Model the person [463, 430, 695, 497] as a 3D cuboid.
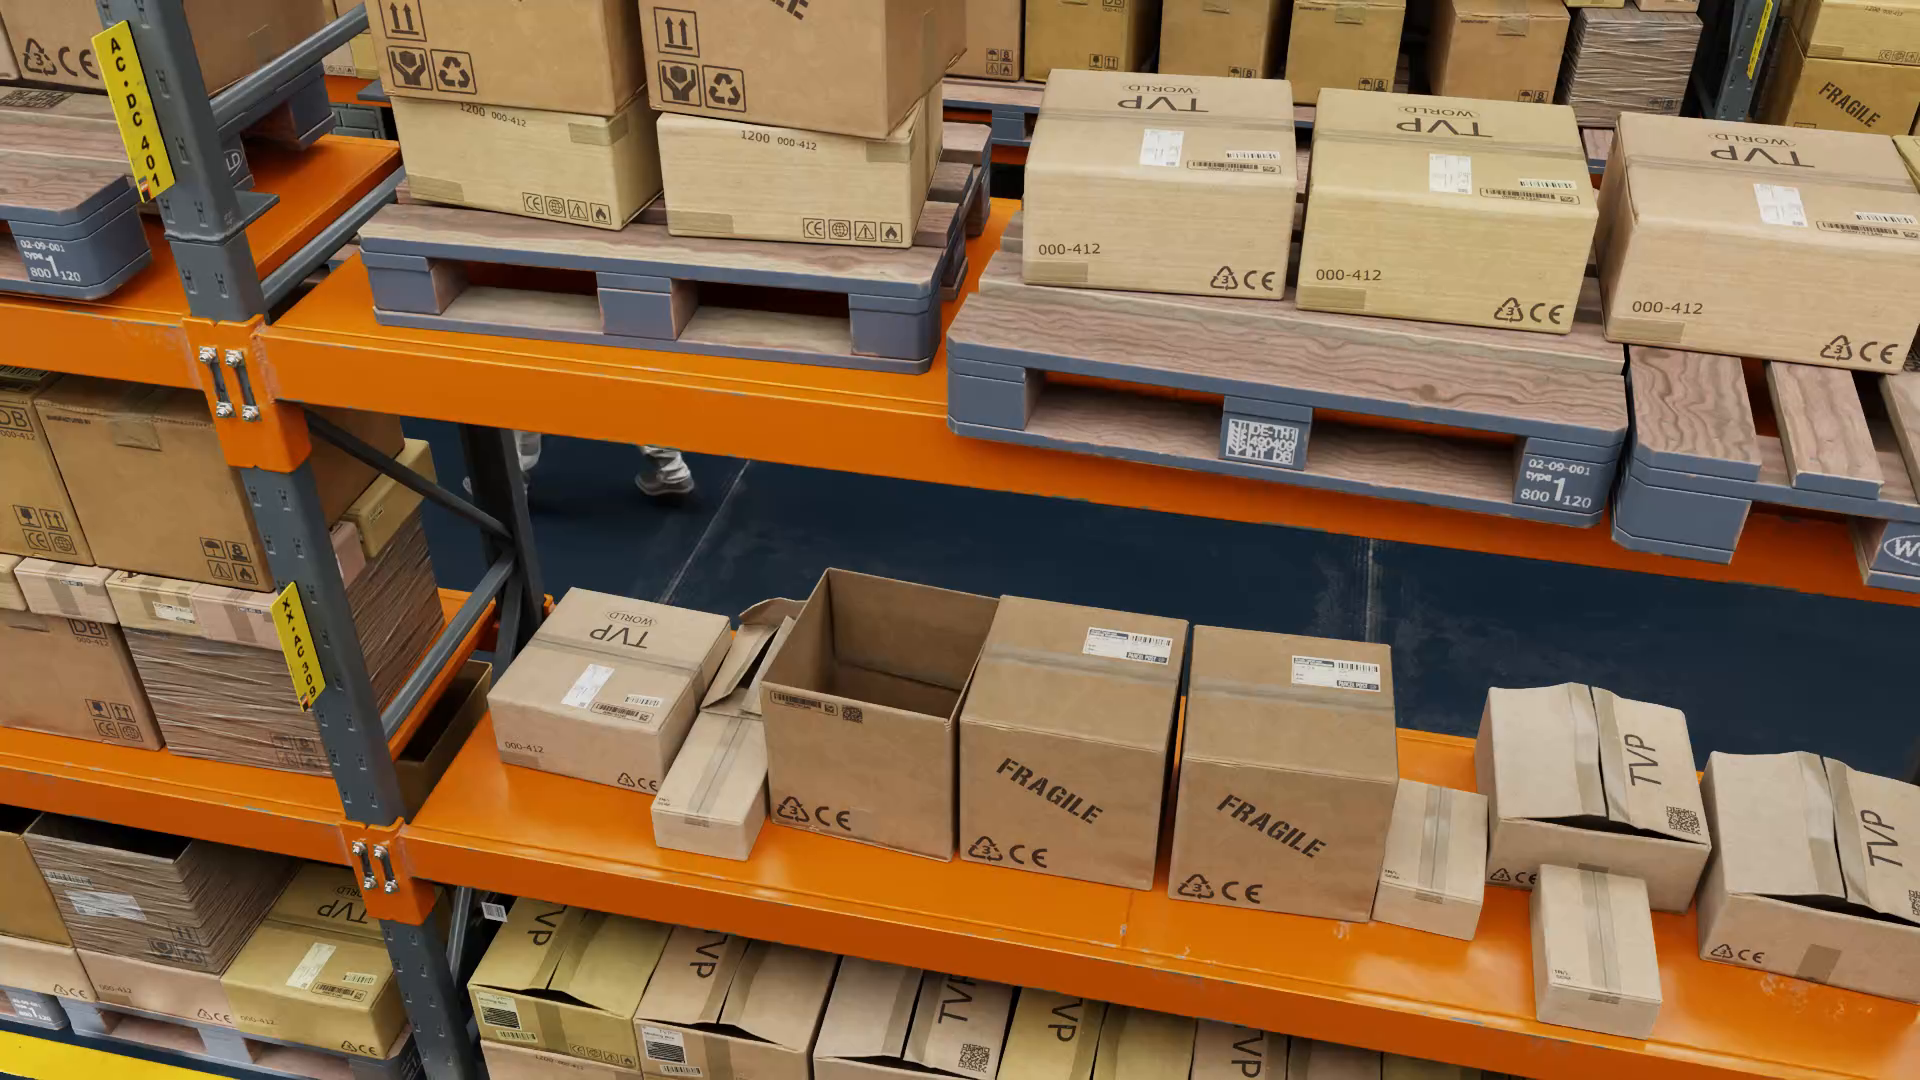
[{"bbox_3d":[-1.790,-0.892,7.355,1.089,1.735,0.538,7,37,9],"label":"person"}]
